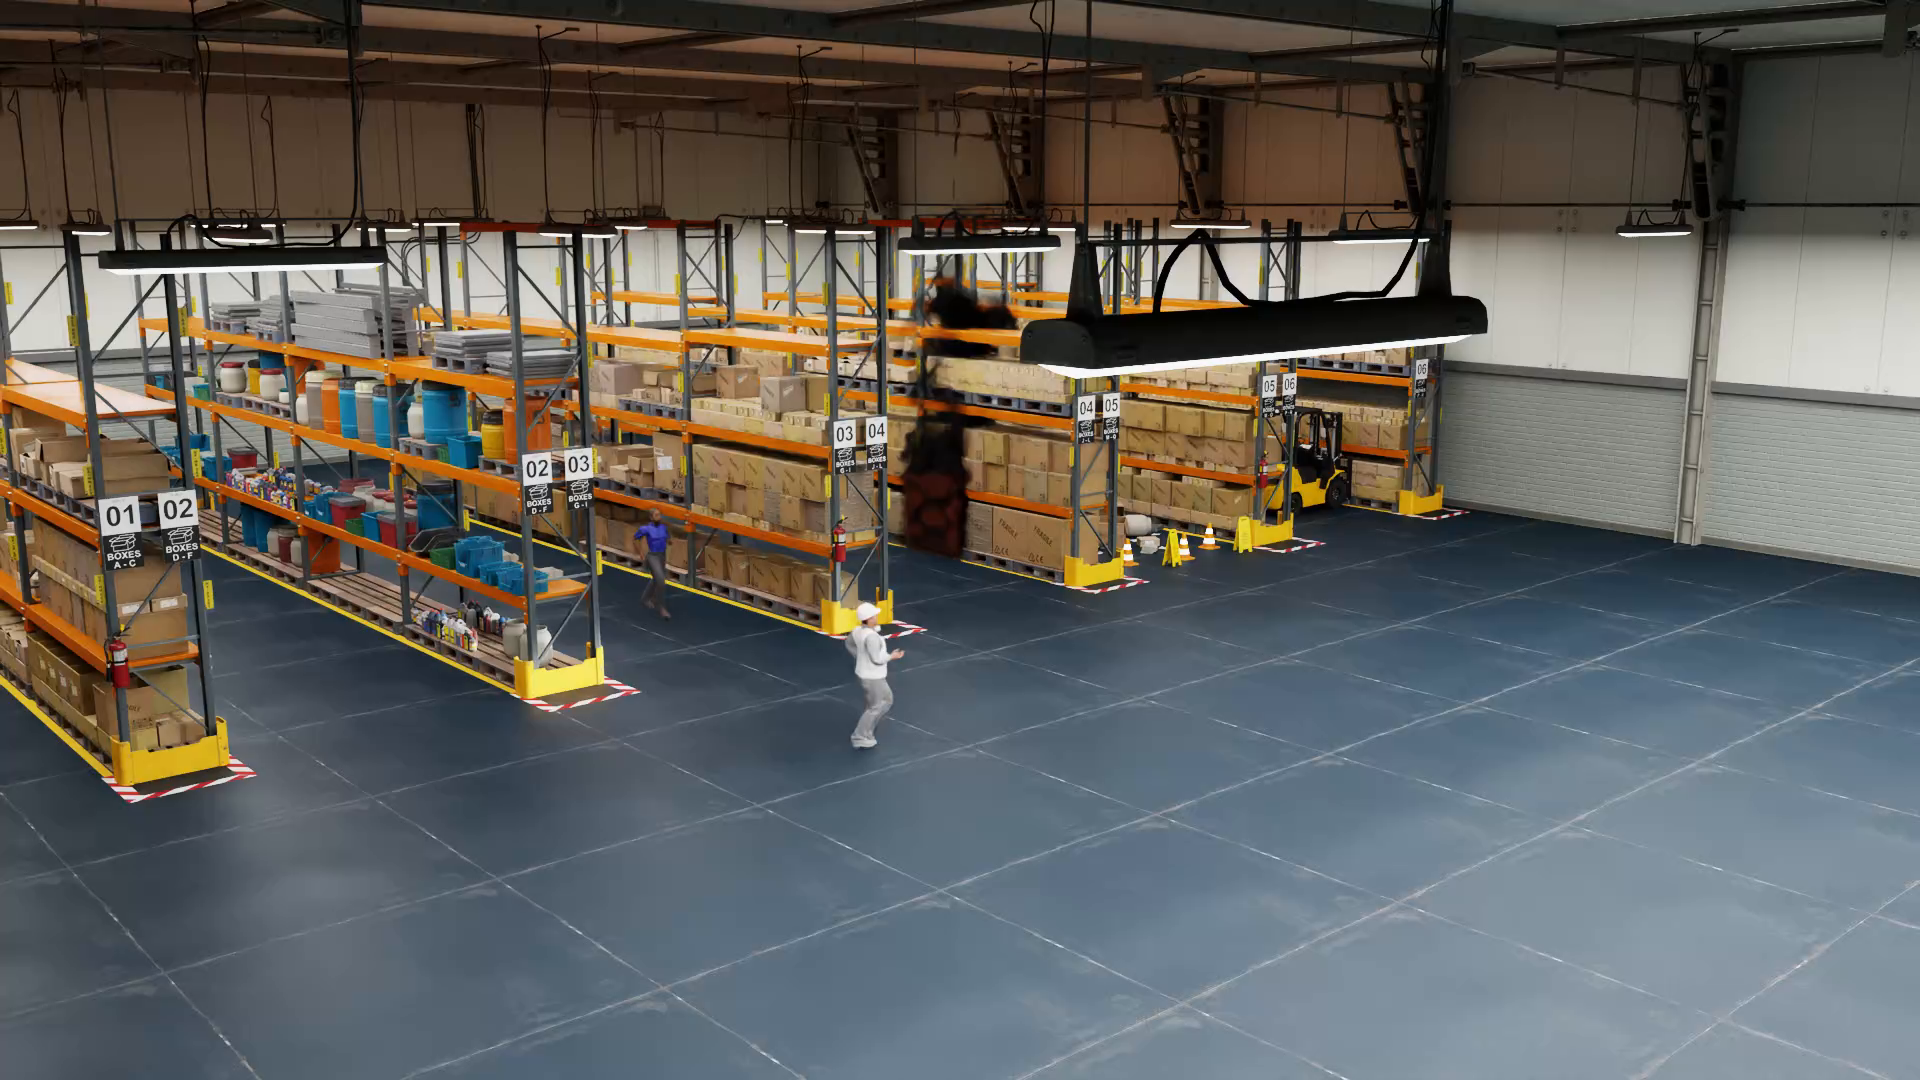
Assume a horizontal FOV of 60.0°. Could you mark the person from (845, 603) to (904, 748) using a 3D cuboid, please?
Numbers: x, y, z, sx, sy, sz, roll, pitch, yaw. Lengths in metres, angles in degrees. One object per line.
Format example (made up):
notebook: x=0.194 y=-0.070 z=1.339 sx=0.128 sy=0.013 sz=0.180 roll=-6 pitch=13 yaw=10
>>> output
person: x=-0.993 y=1.591 z=19.569 sx=0.647 sy=1.767 sz=0.642 roll=-3 pitch=12 yaw=-16

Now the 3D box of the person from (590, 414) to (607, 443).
person: x=-8.943 y=-2.770 z=41.022 sx=1.021 sy=1.737 sz=0.715 roll=-9 pitch=15 yaw=-39

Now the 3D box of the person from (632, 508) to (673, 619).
person: x=-4.756 y=0.347 z=25.968 sx=0.761 sy=1.718 sz=0.547 roll=7 pitch=14 yaw=33
